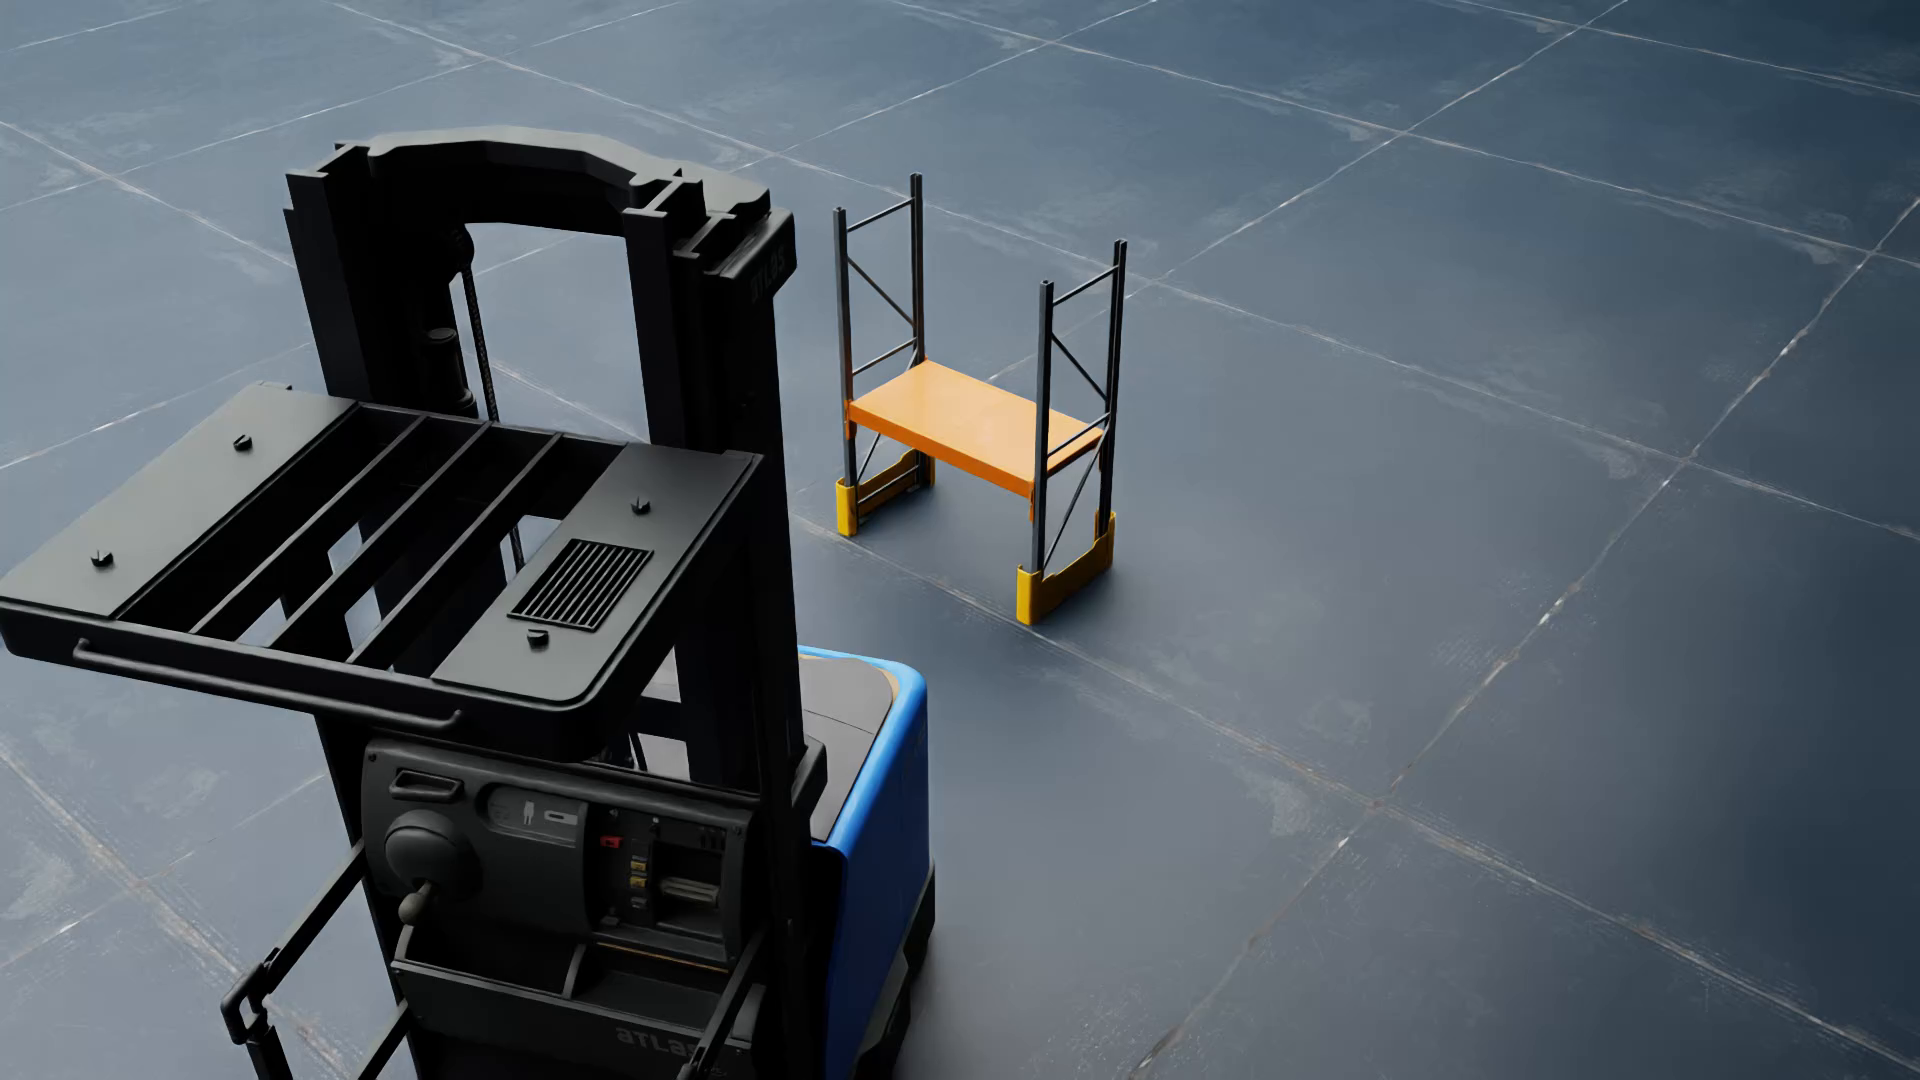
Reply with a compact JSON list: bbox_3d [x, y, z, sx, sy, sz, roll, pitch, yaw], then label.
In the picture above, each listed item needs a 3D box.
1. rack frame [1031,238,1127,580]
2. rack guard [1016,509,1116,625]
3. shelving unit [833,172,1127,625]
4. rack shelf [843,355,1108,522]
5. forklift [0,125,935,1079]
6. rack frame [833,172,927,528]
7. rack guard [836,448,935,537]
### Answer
[{"bbox_3d":[0.456,-0.403,6.512,0.032,1.500,0.500,25,42,32],"label":"rack frame"},{"bbox_3d":[0.441,0.105,6.876,0.087,0.250,0.587,25,42,32],"label":"rack guard"},{"bbox_3d":[0.059,-0.591,6.785,1.083,1.500,0.587,25,42,32],"label":"shelving unit"},{"bbox_3d":[0.066,-0.439,6.882,1.000,0.185,0.538,25,42,32],"label":"rack shelf"},{"bbox_3d":[-0.964,0.773,3.535,1.130,2.935,3.031,9,35,13],"label":"forklift"},{"bbox_3d":[-0.325,-0.771,7.049,0.032,1.500,0.500,25,42,32],"label":"rack frame"},{"bbox_3d":[-0.324,-0.256,7.402,0.087,0.250,0.587,25,42,32],"label":"rack guard"}]
